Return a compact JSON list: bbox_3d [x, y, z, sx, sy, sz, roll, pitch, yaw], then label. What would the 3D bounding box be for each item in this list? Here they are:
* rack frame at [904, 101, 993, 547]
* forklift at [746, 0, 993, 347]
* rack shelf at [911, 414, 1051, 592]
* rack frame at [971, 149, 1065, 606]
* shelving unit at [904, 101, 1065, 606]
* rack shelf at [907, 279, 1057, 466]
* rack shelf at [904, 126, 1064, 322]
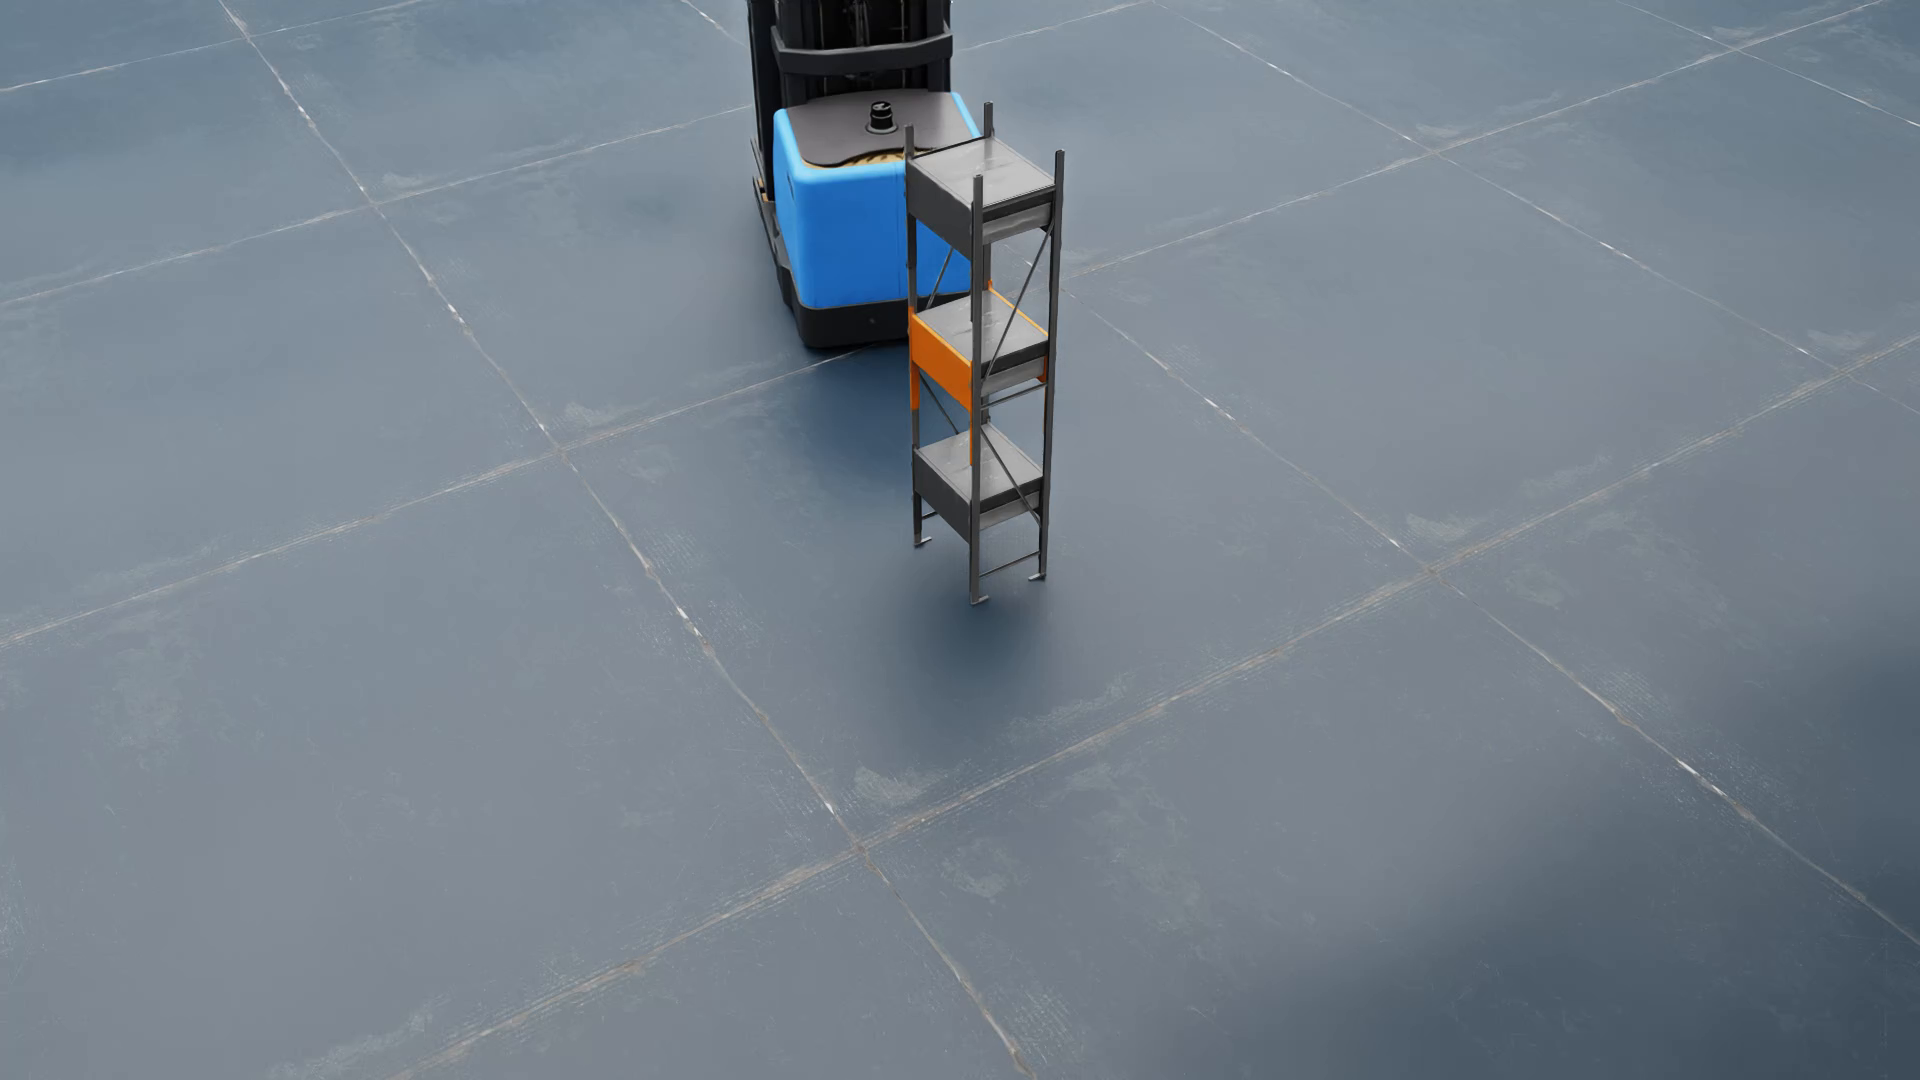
[{"bbox_3d":[-0.042,-0.849,7.129,0.400,2.100,0.015,-22,45,-24],"label":"rack frame"},{"bbox_3d":[-0.649,-3.103,9.184,1.130,2.935,3.031,-8,41,-10],"label":"forklift"},{"bbox_3d":[0.089,-0.169,7.427,0.431,0.518,0.480,-22,45,-24],"label":"rack shelf"},{"bbox_3d":[0.220,-0.586,6.813,0.400,2.100,0.015,-22,45,-24],"label":"rack frame"},{"bbox_3d":[0.089,-0.717,6.971,0.431,2.100,0.503,-22,45,-24],"label":"shelving unit"},{"bbox_3d":[0.089,-0.707,6.979,0.431,0.518,0.480,-22,45,-24],"label":"rack shelf"},{"bbox_3d":[0.089,-1.245,6.531,0.431,0.518,0.480,-22,45,-24],"label":"rack shelf"}]
